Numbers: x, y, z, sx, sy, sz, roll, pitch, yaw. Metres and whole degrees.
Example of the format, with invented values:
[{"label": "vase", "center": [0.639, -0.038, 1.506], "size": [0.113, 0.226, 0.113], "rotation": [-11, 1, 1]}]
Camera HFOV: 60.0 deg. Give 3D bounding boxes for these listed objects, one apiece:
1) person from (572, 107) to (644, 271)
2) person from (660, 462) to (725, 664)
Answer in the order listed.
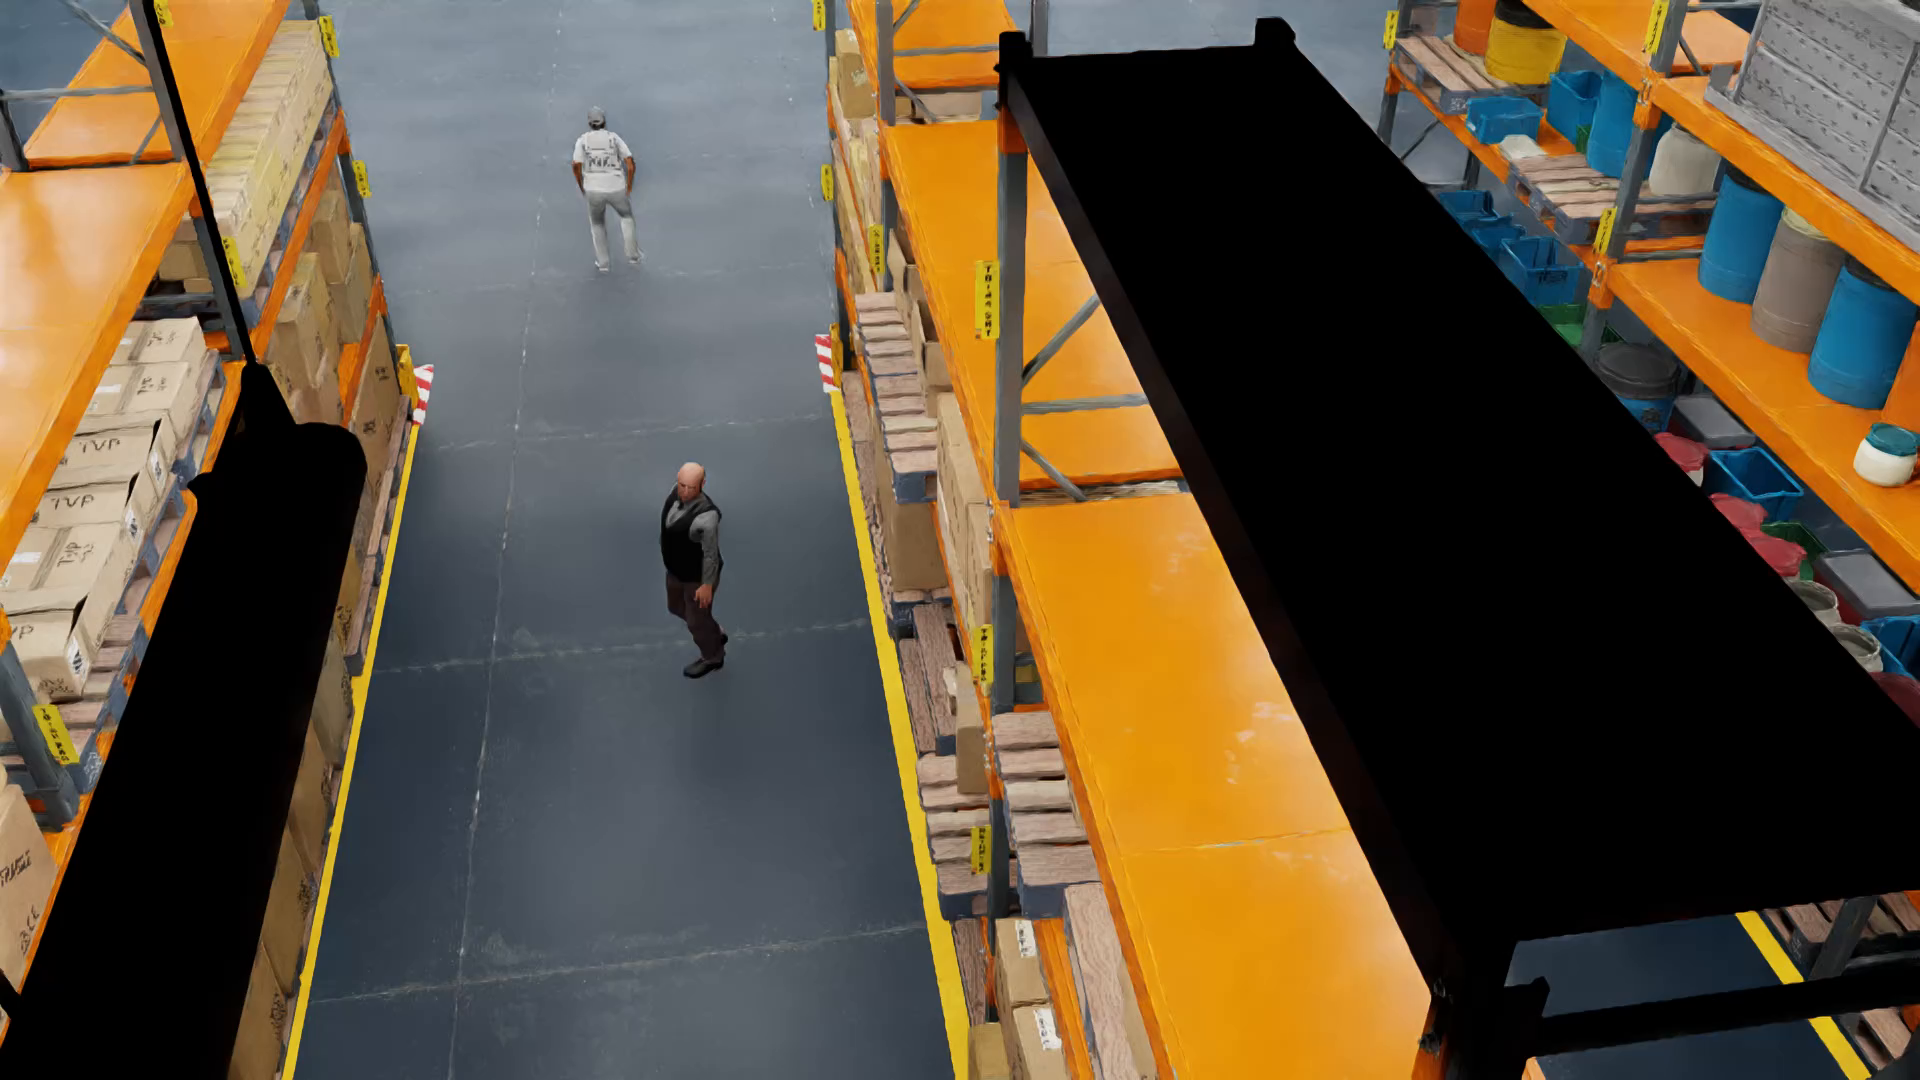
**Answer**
[{"label": "person", "center": [-3.617, -3.605, 17.017], "size": [0.625, 1.611, 0.582], "rotation": [-7, 37, -9]}, {"label": "person", "center": [-1.797, 0.162, 11.250], "size": [0.394, 1.652, 0.566], "rotation": [-23, 42, -28]}]
